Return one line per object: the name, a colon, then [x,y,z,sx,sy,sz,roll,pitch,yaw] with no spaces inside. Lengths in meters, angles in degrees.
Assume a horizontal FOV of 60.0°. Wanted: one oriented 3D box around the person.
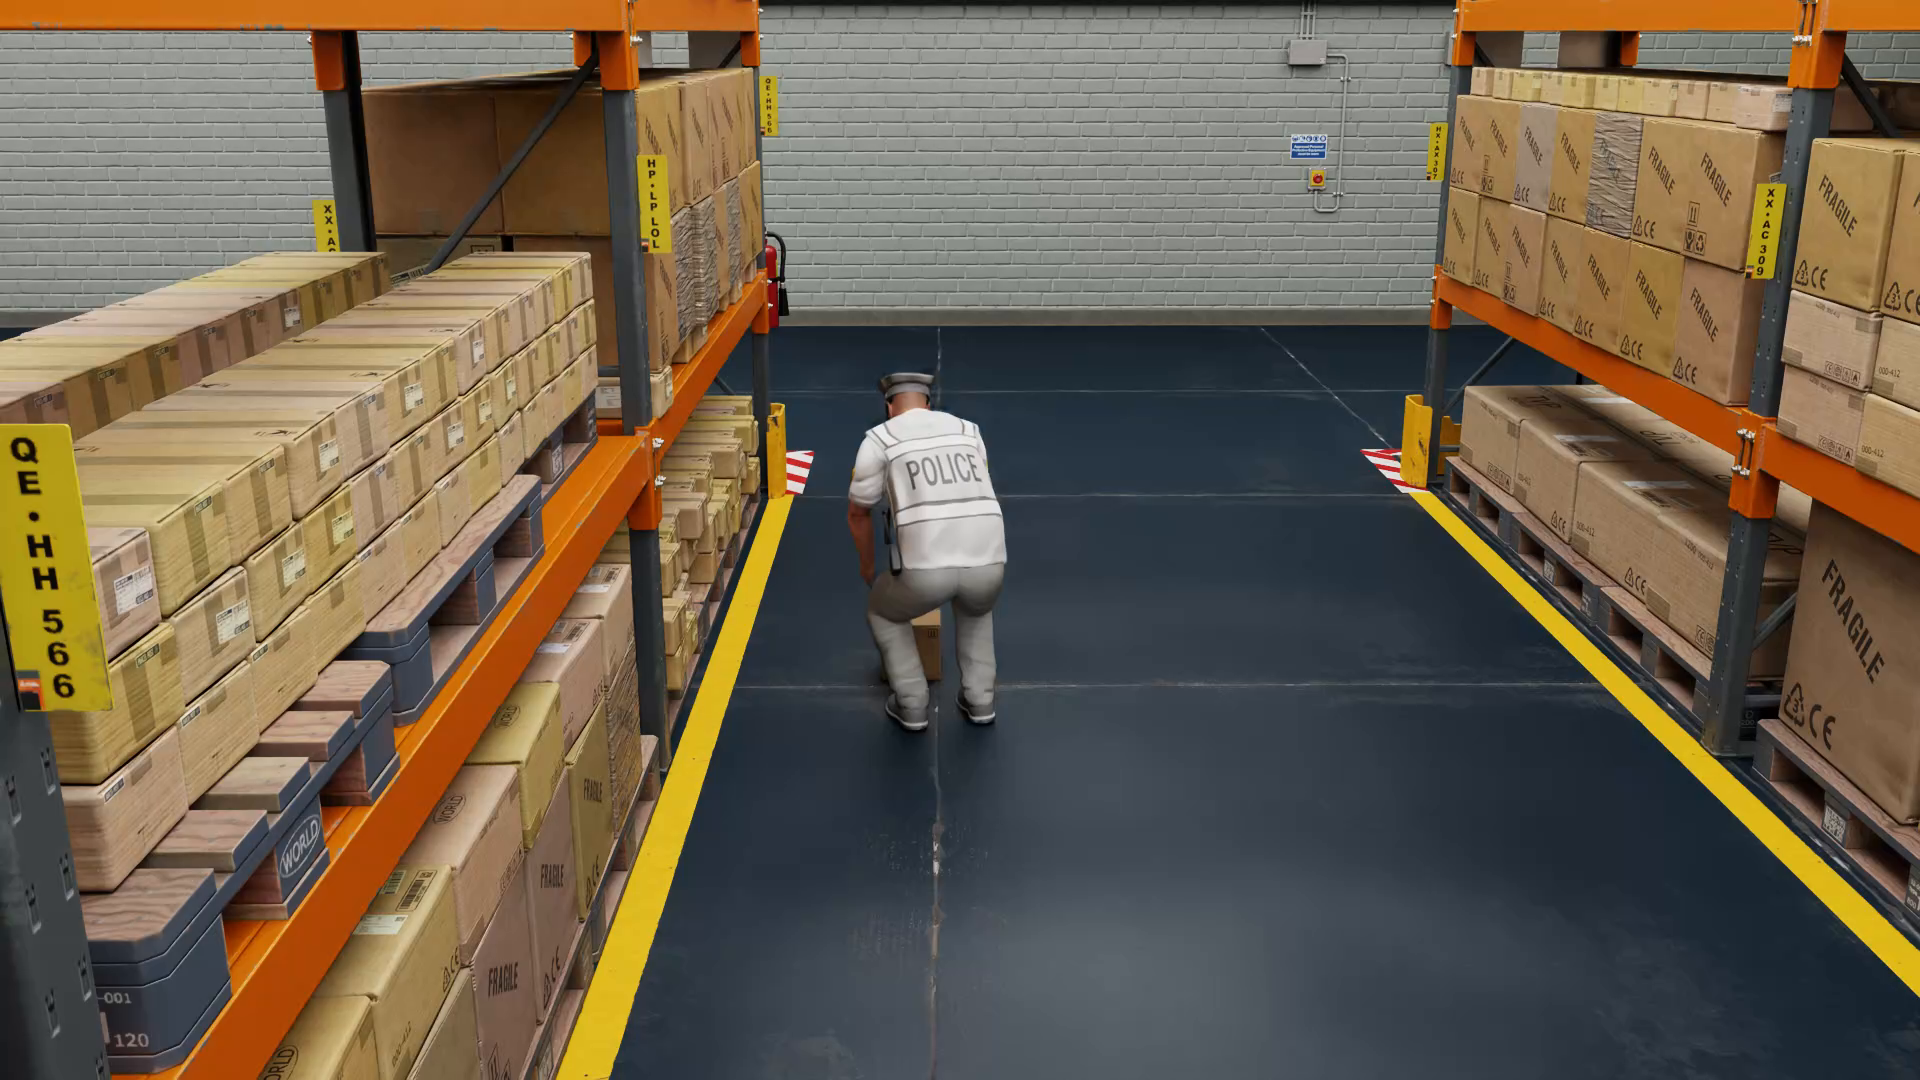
person: [-0.135,0.044,6.585,0.589,1.351,0.841,-4,18,-14]
